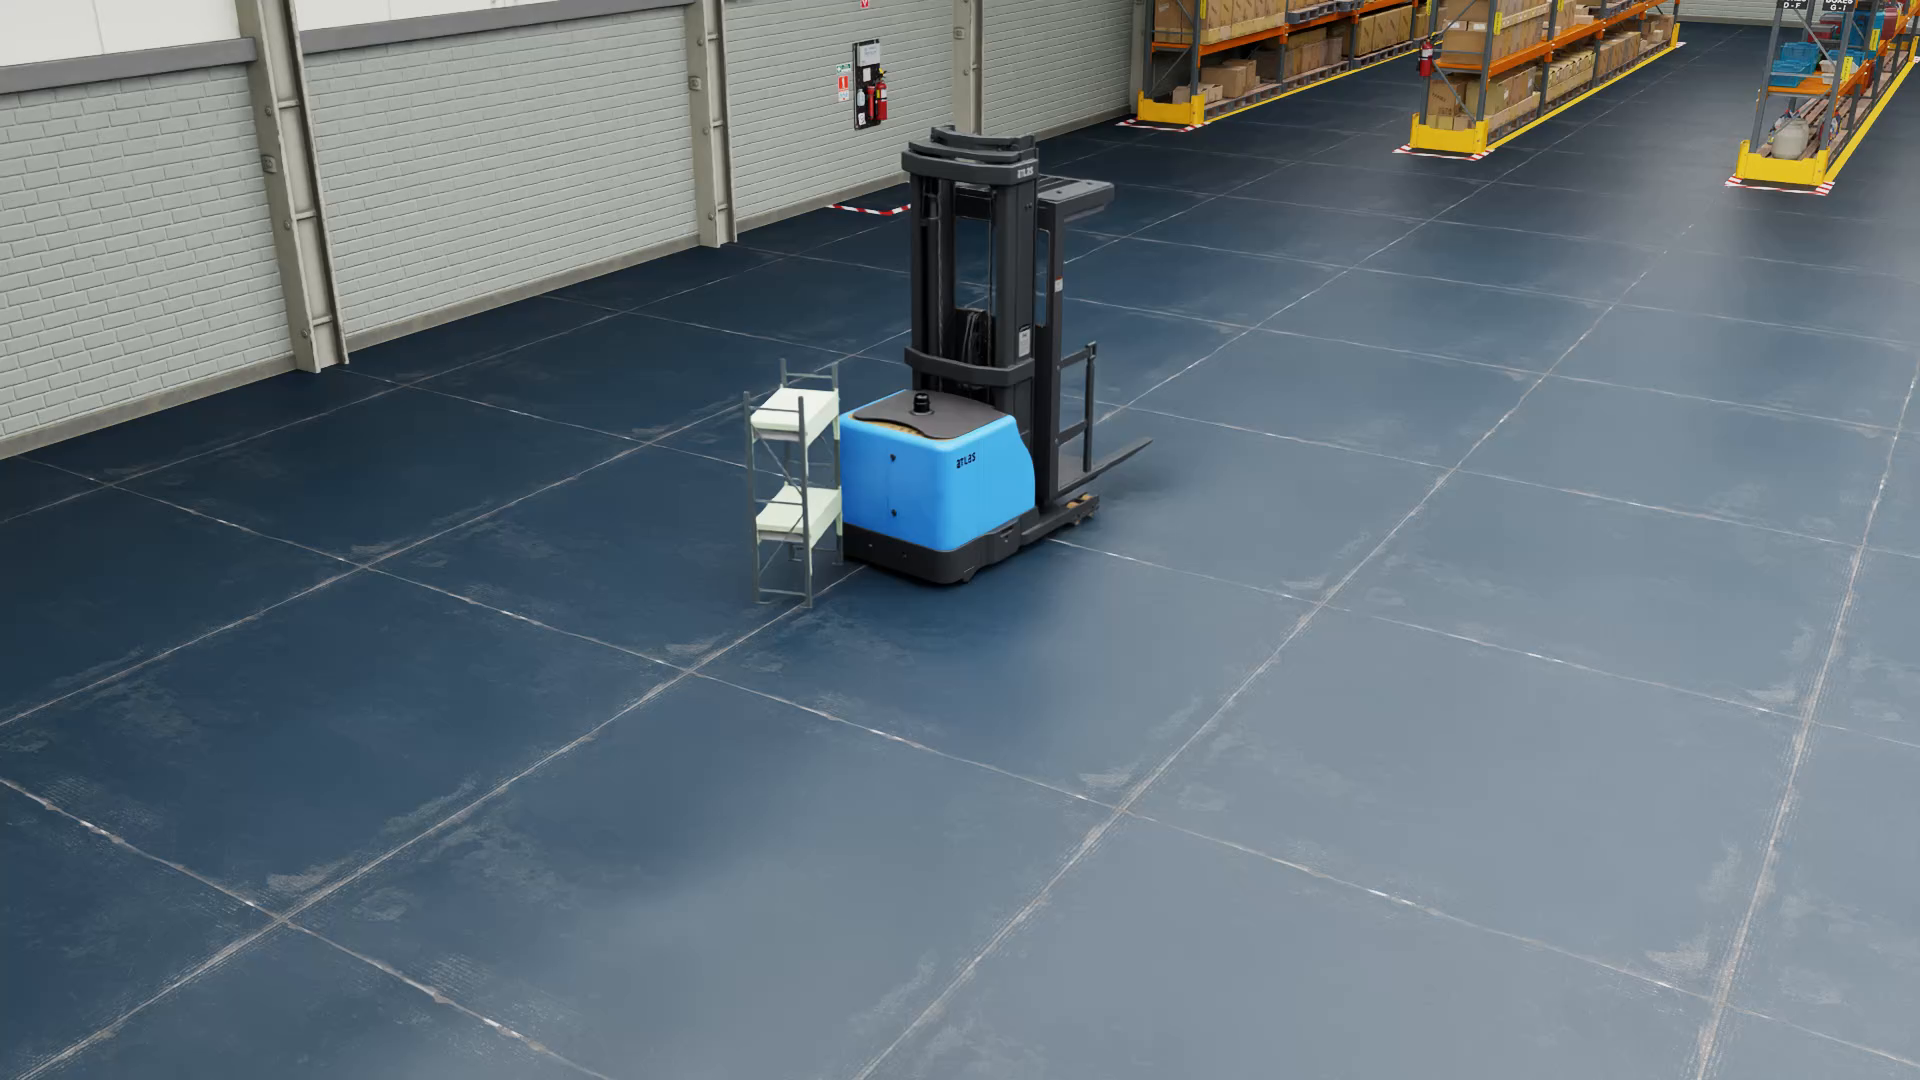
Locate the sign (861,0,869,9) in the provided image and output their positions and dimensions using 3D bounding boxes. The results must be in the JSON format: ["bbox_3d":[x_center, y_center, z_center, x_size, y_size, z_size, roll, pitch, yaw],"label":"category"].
[{"bbox_3d":[-1.295,-7.381,22.606,0.001,0.298,0.199,14,27,29],"label":"sign"}]

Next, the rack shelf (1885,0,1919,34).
[{"bbox_3d":[19.462,-11.052,34.909,1.077,0.370,4.000,14,27,29],"label":"rack shelf"}]

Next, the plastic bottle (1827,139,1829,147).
[{"bbox_3d":[13.352,-6.156,25.663,0.097,0.201,0.097,0,23,0],"label":"plastic bottle"}]

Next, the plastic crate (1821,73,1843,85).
[{"bbox_3d":[12.822,-6.770,24.445,0.298,0.136,0.250,14,27,29],"label":"plastic crate"}]

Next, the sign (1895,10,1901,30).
[{"bbox_3d":[16.768,-9.319,29.795,0.100,0.325,0.005,14,27,29],"label":"sign"}]

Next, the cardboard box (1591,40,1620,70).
[{"bbox_3d":[13.114,-9.891,33.914,0.500,0.500,0.500,13,27,28],"label":"cardboard box"}]

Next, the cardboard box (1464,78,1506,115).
[{"bbox_3d":[8.604,-7.274,27.266,0.500,0.500,0.500,14,27,29],"label":"cardboard box"}]

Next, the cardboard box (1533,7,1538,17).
[{"bbox_3d":[9.613,-8.992,28.303,0.380,0.149,0.250,14,27,29],"label":"cardboard box"}]

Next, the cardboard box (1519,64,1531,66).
[{"bbox_3d":[10.220,-8.608,30.585,0.500,0.311,0.500,15,27,30],"label":"cardboard box"}]

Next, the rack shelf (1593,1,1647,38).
[{"bbox_3d":[13.145,-10.741,34.191,1.077,0.370,4.000,14,27,29],"label":"rack shelf"}]

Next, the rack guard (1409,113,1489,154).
[{"bbox_3d":[7.858,-6.541,26.729,1.175,0.500,0.348,14,27,29],"label":"rack guard"}]

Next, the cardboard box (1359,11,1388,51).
[{"bbox_3d":[8.847,-11.154,36.417,0.750,0.750,0.750,14,27,29],"label":"cardboard box"}]

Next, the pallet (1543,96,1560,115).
[{"bbox_3d":[10.336,-8.023,30.517,1.003,0.211,1.213,14,27,29],"label":"pallet"}]

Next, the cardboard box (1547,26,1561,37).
[{"bbox_3d":[10.622,-9.187,30.012,0.380,0.149,0.250,14,27,29],"label":"cardboard box"}]

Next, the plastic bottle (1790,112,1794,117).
[{"bbox_3d":[13.499,-6.828,27.121,0.152,0.276,0.135,15,28,31],"label":"plastic bottle"}]

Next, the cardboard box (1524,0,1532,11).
[{"bbox_3d":[9.222,-9.196,27.959,0.700,0.500,0.500,14,27,29],"label":"cardboard box"}]

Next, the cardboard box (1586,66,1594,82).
[{"bbox_3d":[12.020,-9.098,32.423,0.500,0.250,0.500,15,27,30],"label":"cardboard box"}]

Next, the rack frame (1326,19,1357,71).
[{"bbox_3d":[7.880,-11.433,34.884,1.000,3.000,0.127,14,27,29],"label":"rack frame"}]

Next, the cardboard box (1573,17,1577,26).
[{"bbox_3d":[11.466,-9.838,31.517,0.380,0.149,0.250,16,28,33],"label":"cardboard box"}]

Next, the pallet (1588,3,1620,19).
[{"bbox_3d":[12.388,-10.551,33.089,1.213,0.211,1.003,14,27,29],"label":"pallet"}]

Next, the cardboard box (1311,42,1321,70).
[{"bbox_3d":[6.936,-9.910,33.960,0.700,0.500,0.500,14,27,29],"label":"cardboard box"}]

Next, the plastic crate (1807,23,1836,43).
[{"bbox_3d":[14.182,-8.264,27.482,0.402,0.464,0.583,14,27,29],"label":"plastic crate"}]

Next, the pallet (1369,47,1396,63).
[{"bbox_3d":[9.004,-10.814,36.963,1.003,0.211,1.213,14,27,29],"label":"pallet"}]

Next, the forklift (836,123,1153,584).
[{"bbox_3d":[0.404,-1.568,12.183,1.130,2.935,3.031,17,28,33],"label":"forklift"}]

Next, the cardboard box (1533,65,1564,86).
[{"bbox_3d":[10.679,-8.489,30.311,0.500,0.311,0.500,14,27,28],"label":"cardboard box"}]

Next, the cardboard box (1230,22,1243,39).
[{"bbox_3d":[4.723,-9.120,29.705,0.500,0.250,0.500,13,27,28],"label":"cardboard box"}]

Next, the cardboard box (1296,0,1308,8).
[{"bbox_3d":[6.368,-10.682,32.470,0.700,0.500,0.500,17,29,34],"label":"cardboard box"}]

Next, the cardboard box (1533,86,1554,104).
[{"bbox_3d":[10.404,-8.061,30.027,0.500,0.250,0.500,13,27,28],"label":"cardboard box"}]

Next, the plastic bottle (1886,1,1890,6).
[{"bbox_3d":[17.980,-10.273,32.267,0.144,0.351,0.185,14,27,29],"label":"plastic bottle"}]

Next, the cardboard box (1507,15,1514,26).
[{"bbox_3d":[8.804,-8.476,27.110,0.380,0.149,0.250,13,27,27],"label":"cardboard box"}]

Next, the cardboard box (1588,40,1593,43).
[{"bbox_3d":[12.658,-9.990,34.144,0.500,0.500,0.500,13,27,27],"label":"cardboard box"}]

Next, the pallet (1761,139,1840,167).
[{"bbox_3d":[13.154,-6.096,26.065,1.003,0.211,1.213,14,27,29],"label":"pallet"}]

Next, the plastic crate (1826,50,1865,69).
[{"bbox_3d":[13.834,-7.508,26.005,0.499,0.251,0.616,14,27,29],"label":"plastic crate"}]

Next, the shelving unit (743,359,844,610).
[{"bbox_3d":[-1.109,-0.384,11.249,0.431,1.500,0.755,5,24,12],"label":"shelving unit"}]

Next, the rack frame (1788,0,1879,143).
[{"bbox_3d":[14.187,-8.007,26.969,1.000,3.000,0.127,14,27,29],"label":"rack frame"}]

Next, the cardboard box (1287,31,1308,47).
[{"bbox_3d":[6.645,-10.059,33.360,0.500,0.250,0.500,13,27,27],"label":"cardboard box"}]

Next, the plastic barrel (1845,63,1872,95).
[{"bbox_3d":[16.540,-8.722,30.825,0.600,0.830,0.708,14,27,29],"label":"plastic barrel"}]

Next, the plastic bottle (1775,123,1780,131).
[{"bbox_3d":[12.829,-6.400,26.132,0.152,0.276,0.135,14,27,29],"label":"plastic bottle"}]

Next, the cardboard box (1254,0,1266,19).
[{"bbox_3d":[5.250,-9.805,30.344,0.500,0.500,0.500,13,27,27],"label":"cardboard box"}]

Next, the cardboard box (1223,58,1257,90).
[{"bbox_3d":[5.257,-8.779,31.346,0.500,0.500,0.500,12,26,25],"label":"cardboard box"}]

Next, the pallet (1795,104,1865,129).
[{"bbox_3d":[15.211,-7.414,29.109,1.003,0.211,1.213,14,27,29],"label":"pallet"}]

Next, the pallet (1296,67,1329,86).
[{"bbox_3d":[6.822,-9.480,33.882,1.003,0.211,1.213,14,27,29],"label":"pallet"}]

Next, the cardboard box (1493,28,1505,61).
[{"bbox_3d":[8.401,-8.075,27.001,0.700,0.500,0.500,15,27,30],"label":"cardboard box"}]

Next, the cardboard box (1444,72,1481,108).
[{"bbox_3d":[8.416,-7.555,27.914,0.500,0.500,0.500,14,27,29],"label":"cardboard box"}]

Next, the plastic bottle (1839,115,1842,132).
[{"bbox_3d":[14.213,-6.730,26.887,0.061,0.283,0.133,15,28,32],"label":"plastic bottle"}]

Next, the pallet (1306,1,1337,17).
[{"bbox_3d":[6.871,-10.668,33.359,1.003,0.211,1.213,14,27,29],"label":"pallet"}]

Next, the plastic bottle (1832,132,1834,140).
[{"bbox_3d":[13.692,-6.373,26.165,0.097,0.201,0.097,0,23,0],"label":"plastic bottle"}]

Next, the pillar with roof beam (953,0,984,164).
[{"bbox_3d":[3.787,-8.976,21.657,9.100,9.000,0.400,14,27,29],"label":"pillar with roof beam"}]

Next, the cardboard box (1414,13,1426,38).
[{"bbox_3d":[10.472,-12.059,38.949,0.700,0.500,0.500,14,27,30],"label":"cardboard box"}]

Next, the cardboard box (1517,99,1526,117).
[{"bbox_3d":[9.398,-7.436,28.584,0.500,0.250,0.500,14,27,29],"label":"cardboard box"}]

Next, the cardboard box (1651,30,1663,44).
[{"bbox_3d":[15.706,-11.487,37.915,0.500,0.250,0.500,14,27,29],"label":"cardboard box"}]
